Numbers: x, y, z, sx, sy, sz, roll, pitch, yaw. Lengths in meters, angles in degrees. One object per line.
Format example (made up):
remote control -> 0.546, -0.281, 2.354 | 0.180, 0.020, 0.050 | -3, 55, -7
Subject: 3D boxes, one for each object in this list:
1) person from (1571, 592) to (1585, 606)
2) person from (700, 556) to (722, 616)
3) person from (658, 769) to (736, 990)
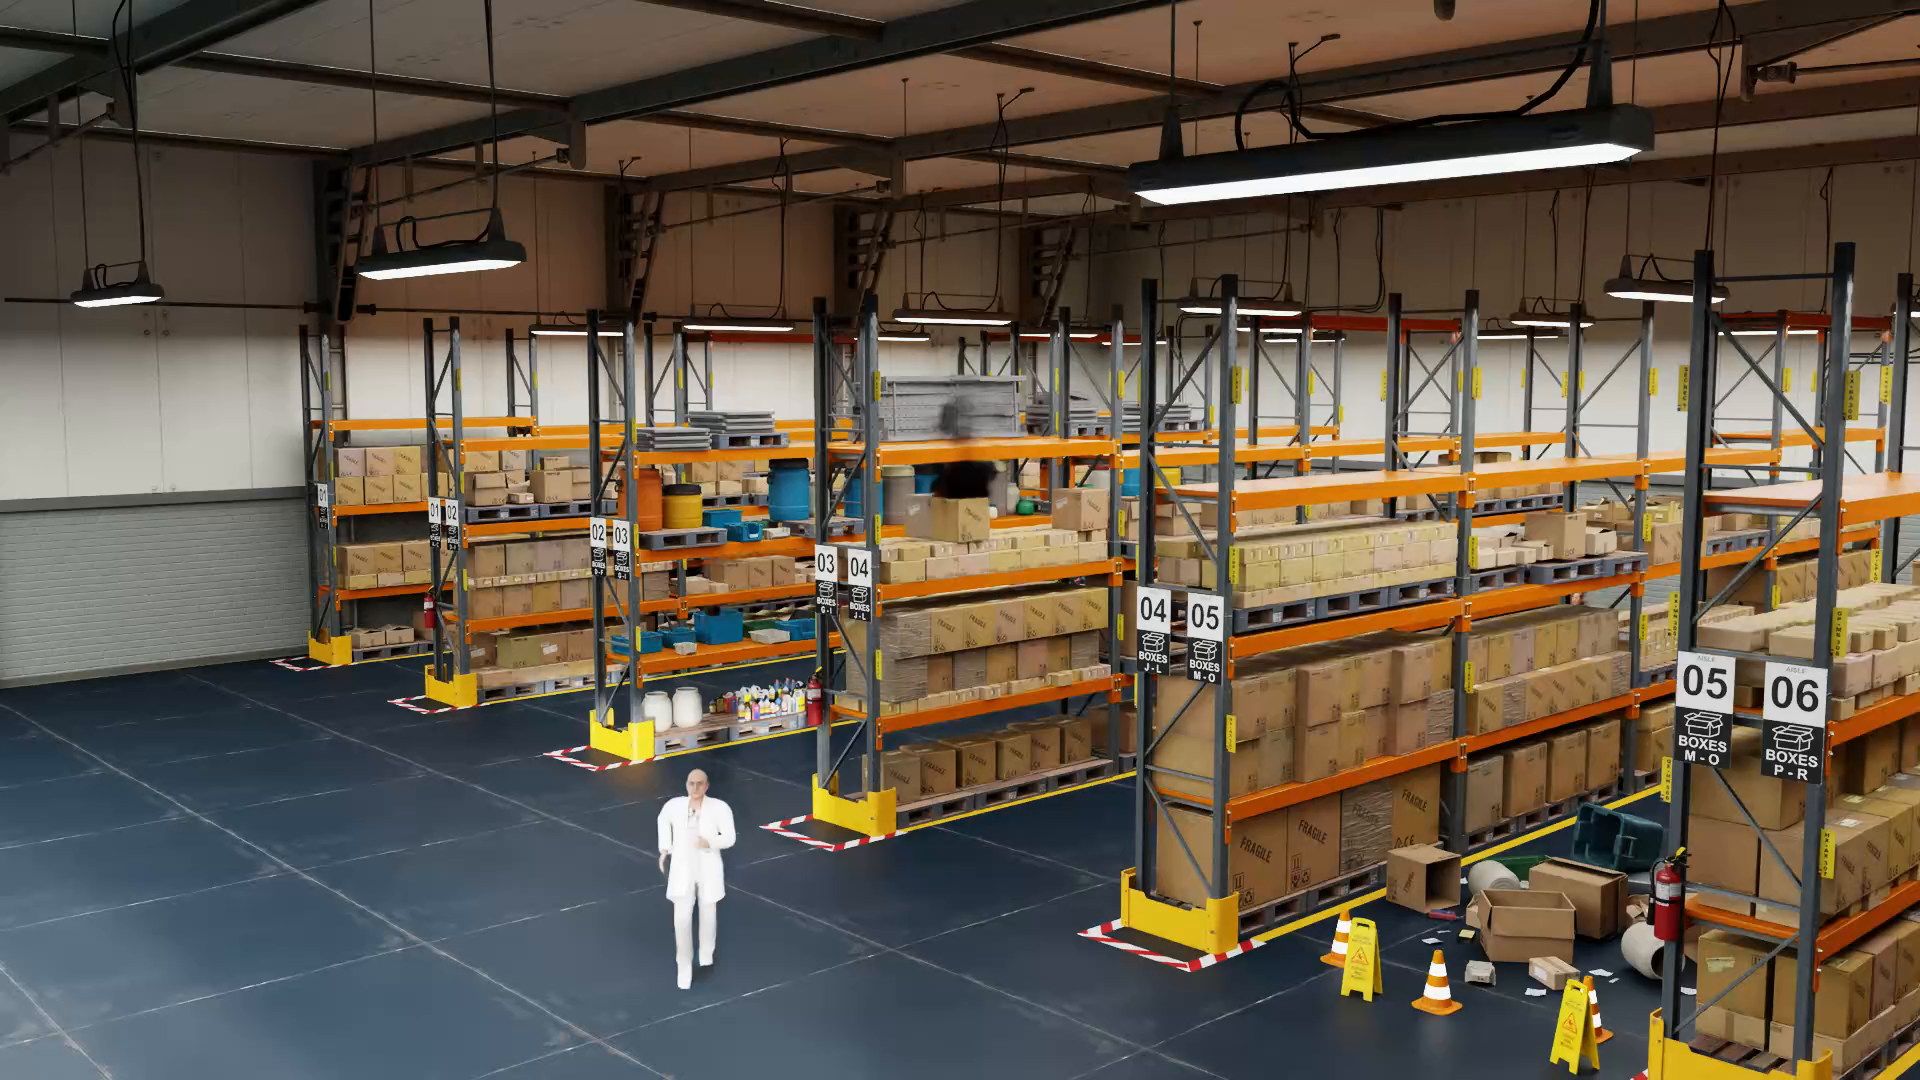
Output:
person -> 10.022, 1.633, 26.944 | 0.625, 1.671, 0.751 | 5, 8, 41
person -> -4.645, 1.112, 31.352 | 0.865, 1.846, 0.677 | -5, 8, -41
person -> -2.241, 2.864, 14.151 | 0.673, 1.845, 0.819 | -1, 6, -6
